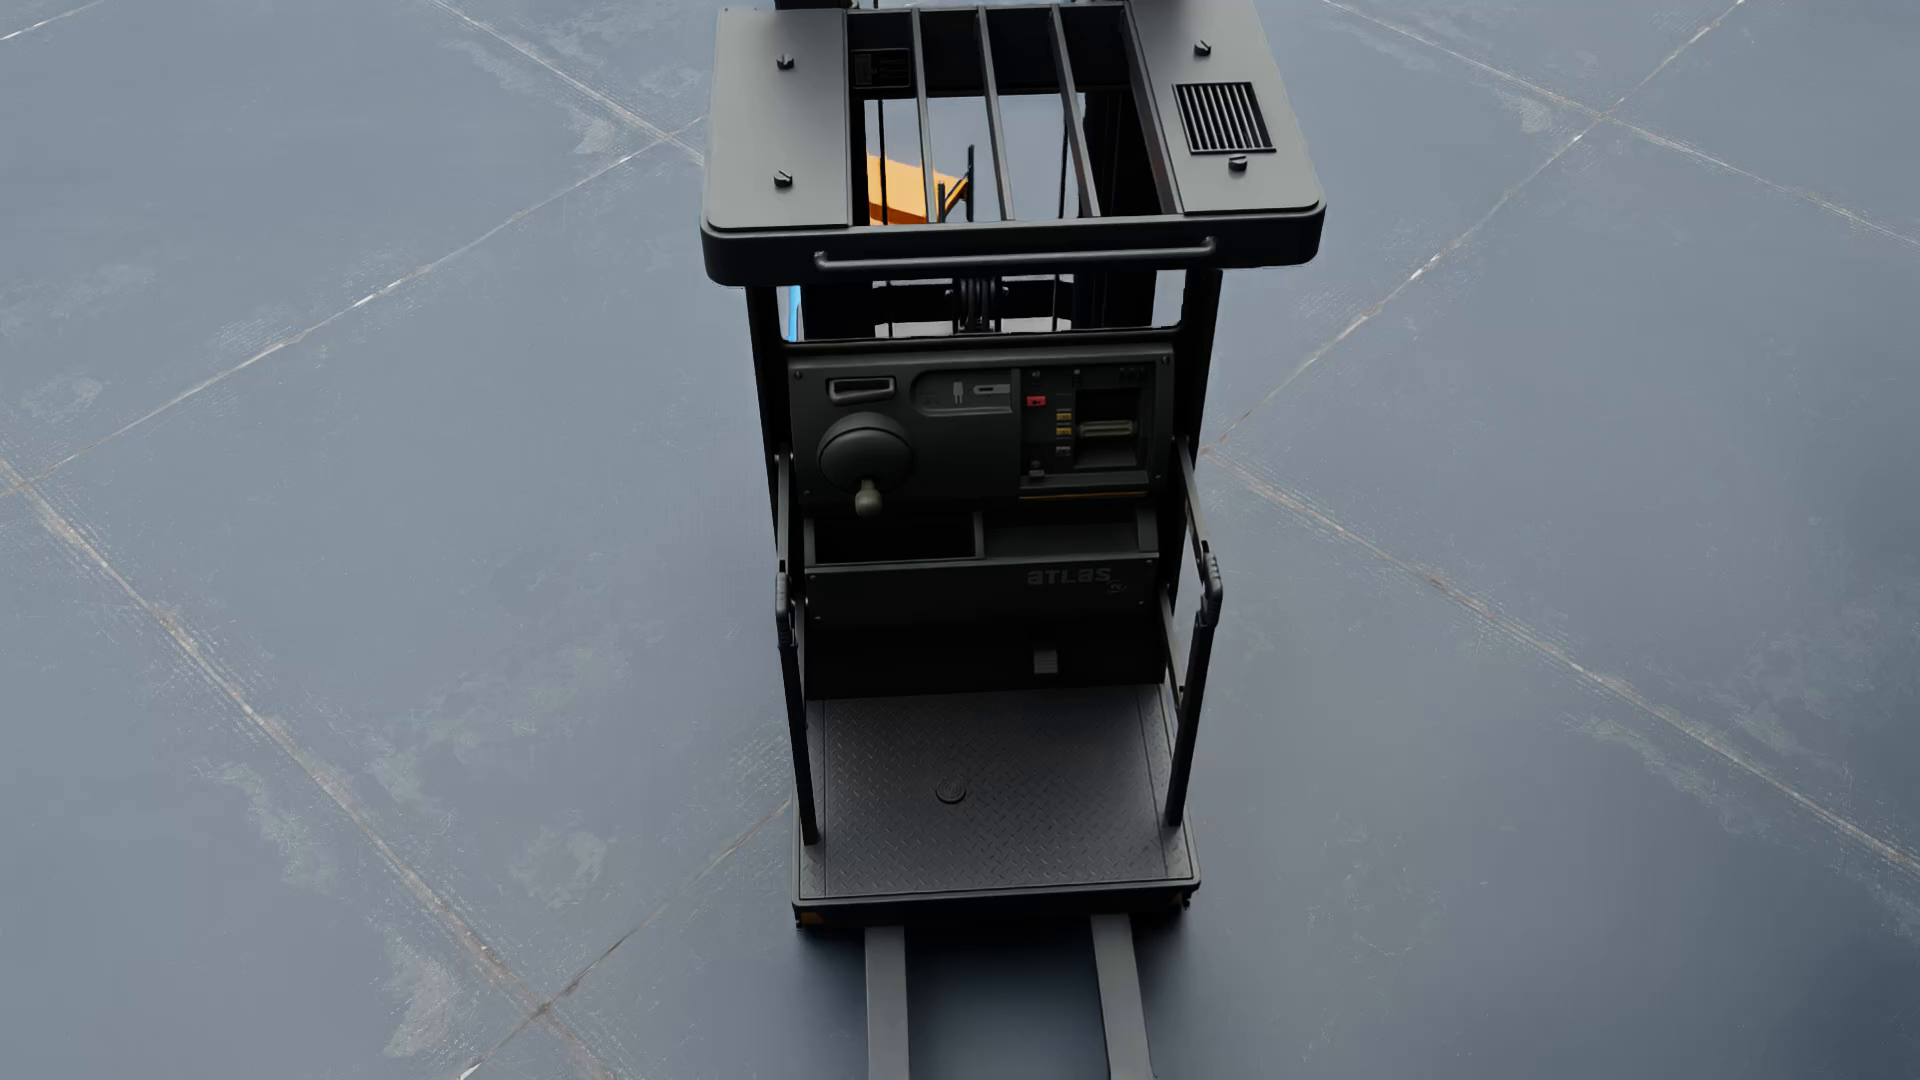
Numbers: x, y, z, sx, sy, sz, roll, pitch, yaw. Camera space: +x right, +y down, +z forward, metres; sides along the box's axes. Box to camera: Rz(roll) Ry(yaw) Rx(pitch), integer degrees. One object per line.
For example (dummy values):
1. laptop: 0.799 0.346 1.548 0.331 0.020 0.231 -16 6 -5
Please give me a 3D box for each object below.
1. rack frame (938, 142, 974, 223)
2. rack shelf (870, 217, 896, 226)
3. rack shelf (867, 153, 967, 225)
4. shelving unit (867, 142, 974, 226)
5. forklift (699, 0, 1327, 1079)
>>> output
1. rack frame: -0.012 -0.775 5.655 0.015 1.200 0.240 18 50 17
2. rack shelf: -0.234 -0.957 5.611 0.480 0.148 0.258 18 50 17
3. rack shelf: -0.234 -1.118 5.438 0.480 0.148 0.258 18 50 17
4. shelving unit: -0.234 -0.849 5.725 0.503 1.200 0.258 18 50 17
5. forklift: 0.071 -0.169 3.898 1.130 2.935 3.031 -3 47 -2
